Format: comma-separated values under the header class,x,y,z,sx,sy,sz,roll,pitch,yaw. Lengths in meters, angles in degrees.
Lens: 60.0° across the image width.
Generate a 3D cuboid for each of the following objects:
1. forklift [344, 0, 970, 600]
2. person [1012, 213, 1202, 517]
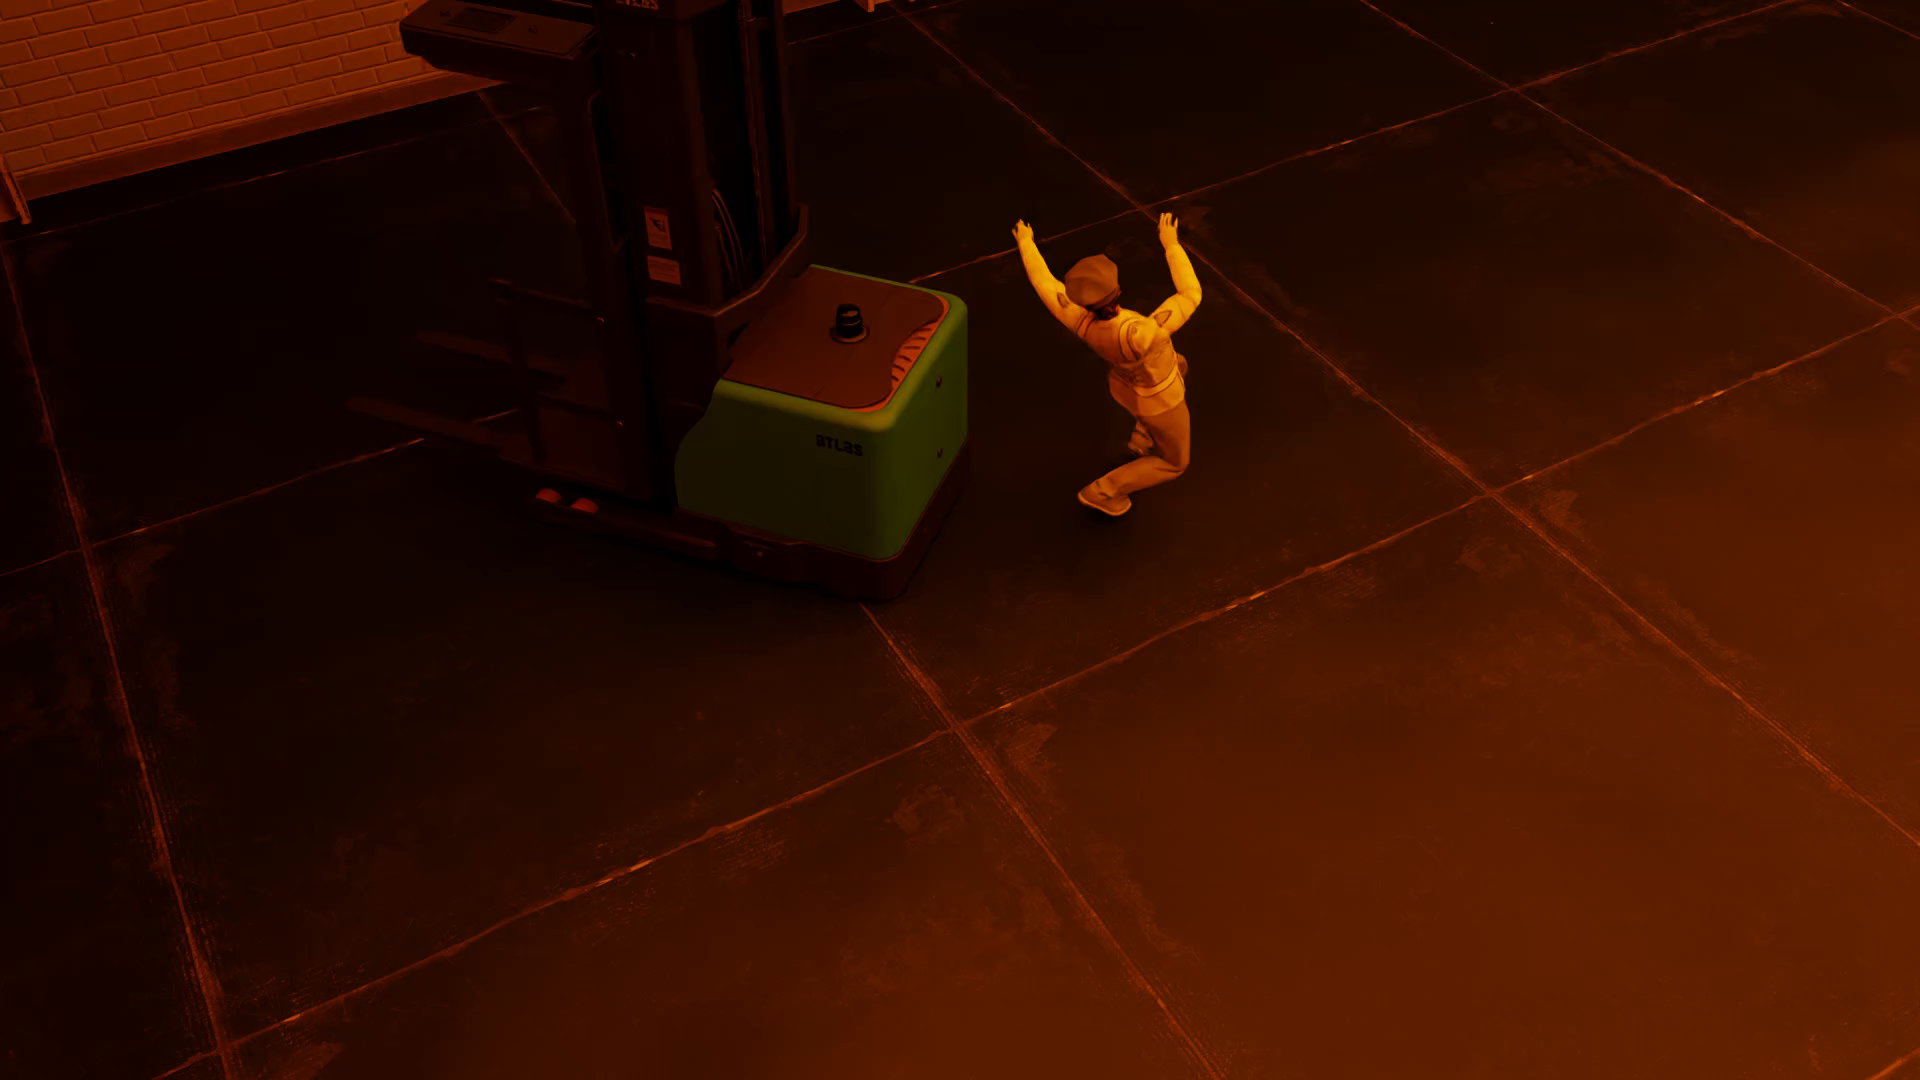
class,x,y,z,sx,sy,sz,roll,pitch,yaw
forklift,-1.522,-1.428,7.238,3.031,2.935,1.130,14,45,15
person,0.710,-0.903,7.728,0.825,1.537,1.019,-24,48,-24
